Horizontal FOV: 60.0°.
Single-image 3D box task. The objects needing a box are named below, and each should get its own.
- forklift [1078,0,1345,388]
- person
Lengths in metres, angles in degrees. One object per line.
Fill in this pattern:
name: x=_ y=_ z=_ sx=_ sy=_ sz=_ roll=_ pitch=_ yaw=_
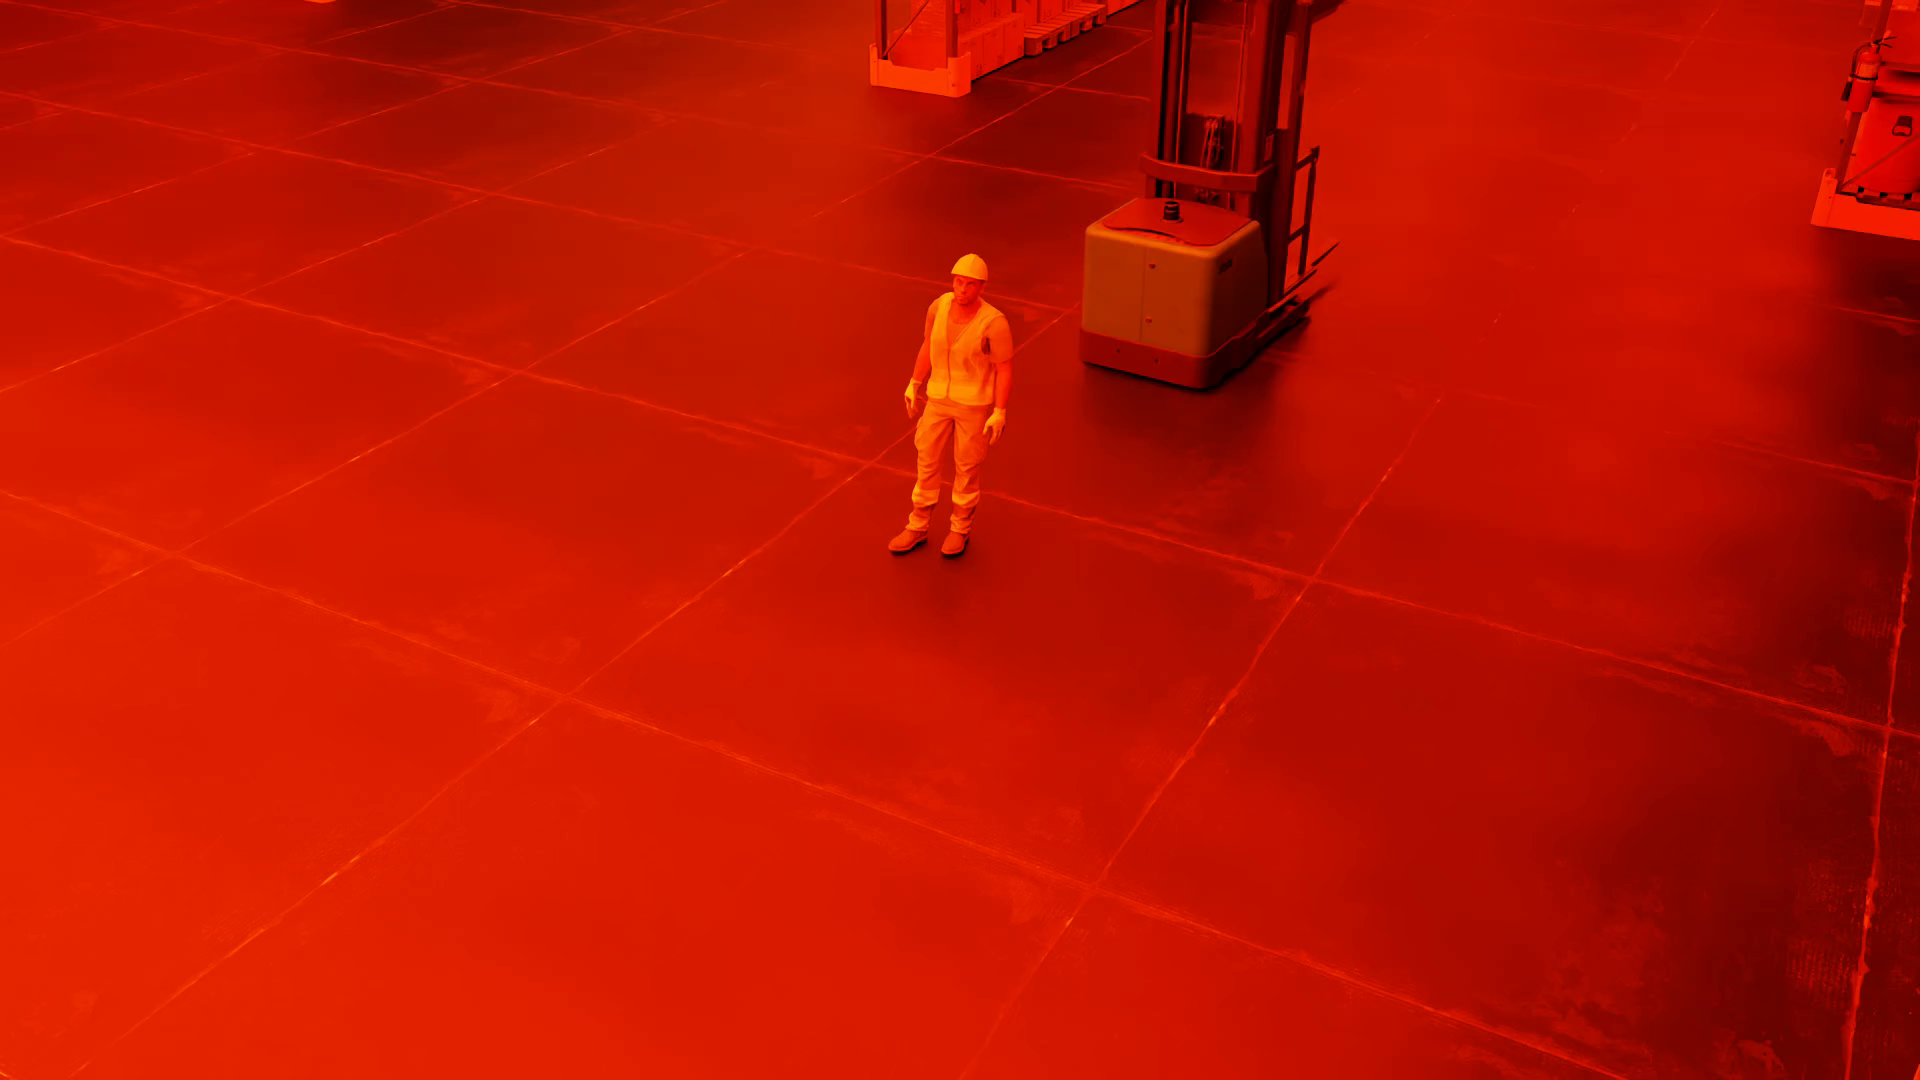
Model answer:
forklift: x=2.079 y=-3.033 z=12.325 sx=1.130 sy=2.935 sz=3.031 roll=17 pitch=34 yaw=28
person: x=-0.049 y=-0.749 z=9.497 sx=0.637 sy=1.787 sz=0.564 roll=15 pitch=33 yaw=25
